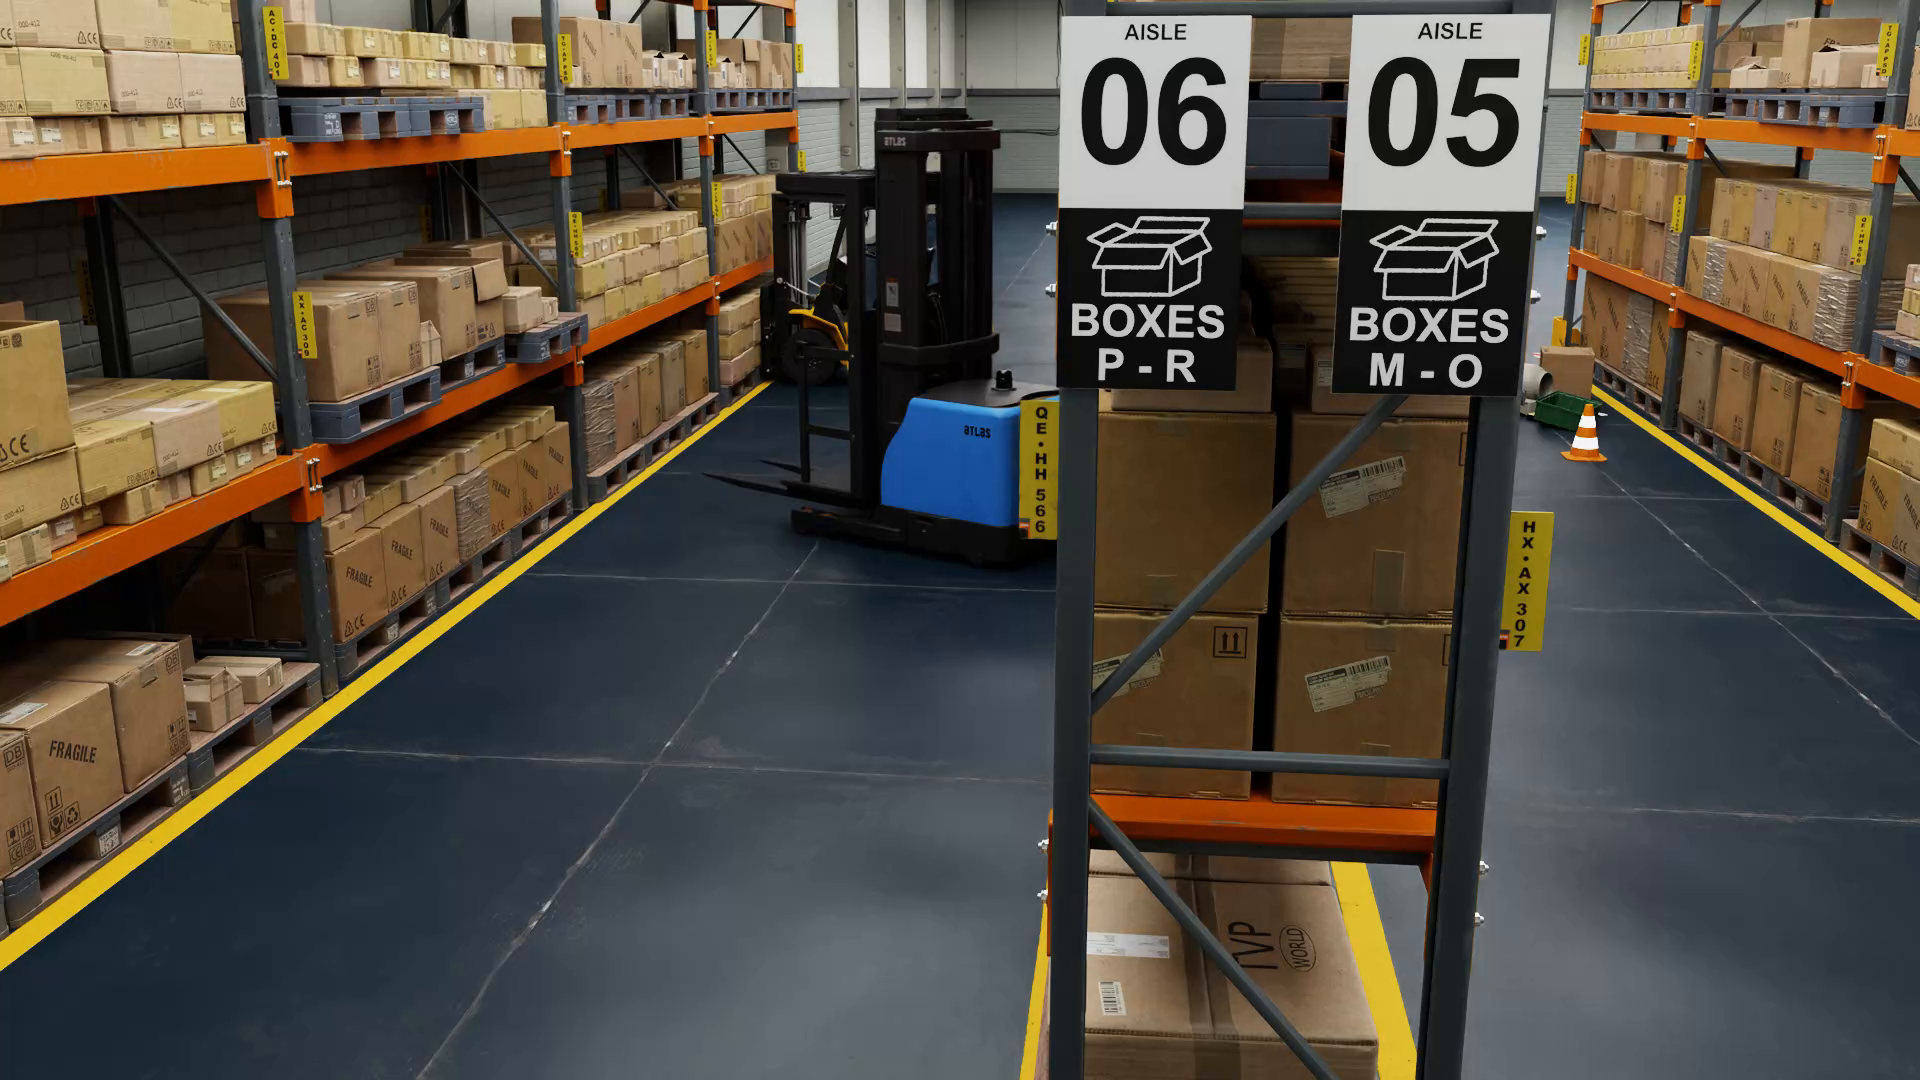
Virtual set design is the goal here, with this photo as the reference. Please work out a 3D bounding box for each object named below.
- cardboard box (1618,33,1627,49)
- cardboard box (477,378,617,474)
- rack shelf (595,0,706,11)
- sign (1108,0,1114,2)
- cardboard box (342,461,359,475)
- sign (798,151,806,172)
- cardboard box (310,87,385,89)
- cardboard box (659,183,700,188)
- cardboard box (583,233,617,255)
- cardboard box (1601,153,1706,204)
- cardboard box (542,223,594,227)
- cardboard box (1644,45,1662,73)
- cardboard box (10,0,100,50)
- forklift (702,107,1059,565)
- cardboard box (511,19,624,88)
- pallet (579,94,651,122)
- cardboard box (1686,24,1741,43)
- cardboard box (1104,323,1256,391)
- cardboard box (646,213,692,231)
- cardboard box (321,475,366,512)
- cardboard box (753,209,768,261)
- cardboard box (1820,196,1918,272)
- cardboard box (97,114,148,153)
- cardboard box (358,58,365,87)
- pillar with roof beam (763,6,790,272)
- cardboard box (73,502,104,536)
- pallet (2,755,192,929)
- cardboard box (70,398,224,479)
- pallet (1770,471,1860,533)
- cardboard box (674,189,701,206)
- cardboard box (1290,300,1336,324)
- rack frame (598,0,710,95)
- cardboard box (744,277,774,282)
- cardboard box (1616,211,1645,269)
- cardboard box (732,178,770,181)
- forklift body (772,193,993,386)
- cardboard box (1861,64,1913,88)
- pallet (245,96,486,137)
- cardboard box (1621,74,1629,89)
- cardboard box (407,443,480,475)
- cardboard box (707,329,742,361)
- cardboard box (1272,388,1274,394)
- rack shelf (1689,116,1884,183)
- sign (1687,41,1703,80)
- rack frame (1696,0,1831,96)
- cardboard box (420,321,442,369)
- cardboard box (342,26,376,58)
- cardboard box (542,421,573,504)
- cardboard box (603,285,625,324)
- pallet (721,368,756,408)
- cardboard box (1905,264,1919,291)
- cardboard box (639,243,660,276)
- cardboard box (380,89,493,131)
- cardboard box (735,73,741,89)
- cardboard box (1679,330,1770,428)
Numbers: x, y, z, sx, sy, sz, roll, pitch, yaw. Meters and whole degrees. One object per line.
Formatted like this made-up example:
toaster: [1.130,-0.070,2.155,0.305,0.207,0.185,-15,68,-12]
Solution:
cardboard box: [6.991,-5.119,17.058,0.380,0.149,0.250,1,15,5]
cardboard box: [-3.221,-0.905,13.007,0.875,0.625,0.625,2,15,8]
rack shelf: [-3.079,-4.562,13.436,1.077,0.370,4.000,2,15,6]
sign: [0.636,-2.367,7.331,0.100,0.325,0.005,2,15,6]
cardboard box: [-3.897,-0.400,10.136,0.380,0.149,0.250,2,15,7]
sign: [-1.864,-4.416,19.574,0.100,0.325,0.005,2,15,6]
cardboard box: [-3.756,-2.838,10.190,0.380,0.149,0.250,1,15,5]
cardboard box: [-2.941,-3.652,17.419,0.380,0.149,0.250,2,15,6]
cardboard box: [-2.927,-2.327,13.088,0.380,0.149,0.250,2,15,7]
cardboard box: [7.410,-3.850,17.799,0.875,0.550,0.550,2,15,6]
cardboard box: [-3.324,-2.607,14.123,0.380,0.149,0.250,2,15,7]
cardboard box: [6.925,-4.626,15.998,0.500,0.250,0.500,2,15,6]
cardboard box: [-3.688,-2.009,6.359,0.500,0.250,0.500,2,15,7]
forklift: [-0.581,-1.538,11.736,3.031,2.935,1.130,12,19,37]
cardboard box: [-3.023,-3.749,12.846,0.700,0.500,0.500,1,15,5]
pallet: [-3.194,-3.513,13.522,1.003,0.211,1.213,2,15,9]
cardboard box: [6.733,-4.527,14.867,0.380,0.149,0.250,2,15,6]
cardboard box: [0.571,-0.477,4.329,0.380,0.149,0.250,2,15,7]
cardboard box: [-2.682,-2.923,15.293,0.380,0.149,0.250,1,15,5]
cardboard box: [-3.469,-0.257,9.036,0.380,0.149,0.250,1,15,4]
cardboard box: [-2.368,-3.277,17.843,0.500,0.500,0.500,2,15,7]
cardboard box: [6.674,-2.201,11.947,0.700,0.500,0.500,1,15,5]
cardboard box: [-3.605,-1.678,6.856,0.380,0.149,0.250,2,15,6]
cardboard box: [-3.332,-2.428,8.633,0.380,0.149,0.250,2,15,7]
pillar with roof beam: [1.579,-7.933,23.762,9.100,9.000,0.400,2,15,6]
cardboard box: [-3.752,-0.104,6.782,0.380,0.149,0.250,2,15,7]
pallet: [-3.970,1.192,6.850,1.003,0.211,1.213,2,15,6]
cardboard box: [-3.613,-0.451,7.302,0.500,0.250,0.500,2,15,6]
pallet: [6.721,-0.279,12.288,1.003,0.211,1.213,2,15,6]
cardboard box: [-2.600,-3.375,16.391,0.380,0.149,0.250,2,15,7]
cardboard box: [1.154,-0.598,4.777,0.380,0.149,0.250,1,15,4]
rack frame: [-2.853,-5.621,15.209,1.000,3.000,0.127,2,15,6]
cardboard box: [-2.196,-2.859,19.036,0.500,0.250,0.500,2,15,7]
cardboard box: [7.216,-3.049,16.902,0.875,0.550,0.500,2,15,6]
cardboard box: [-2.334,-3.972,18.601,0.380,0.149,0.250,2,15,7]
forklift body: [-0.803,-2.807,17.922,2.313,2.155,1.214,2,15,6]
cardboard box: [6.407,-3.170,11.345,0.380,0.166,0.250,2,15,6]
pallet: [-3.499,-2.443,9.564,1.213,0.211,1.003,2,15,6]
cardboard box: [6.961,-4.668,16.918,0.380,0.149,0.250,2,15,6]
cardboard box: [-3.286,-0.518,10.572,0.380,0.149,0.250,1,15,4]
cardboard box: [-2.492,-1.958,16.661,0.500,0.250,0.500,2,15,6]
cardboard box: [1.114,-0.248,4.727,0.500,0.500,0.500,1,15,5]
rack shelf: [6.783,-3.042,12.796,1.077,0.370,4.000,2,15,6]
sign: [6.457,-4.212,14.602,0.100,0.325,0.005,2,15,6]
rack frame: [7.009,-5.356,14.229,1.000,3.000,0.127,2,15,6]
cardboard box: [-3.218,-1.137,9.572,0.396,0.266,0.258,2,15,9]
cardboard box: [-3.256,-2.571,8.594,0.380,0.149,0.250,1,15,5]
cardboard box: [-3.139,-0.567,11.997,0.500,0.500,0.500,2,15,8]
cardboard box: [-2.950,-1.853,13.055,0.500,0.250,0.500,1,15,5]
pallet: [-2.722,-1.584,17.114,1.003,0.211,1.213,2,15,6]
cardboard box: [6.312,-1.676,10.650,0.380,0.149,0.250,2,15,6]
cardboard box: [-2.845,-2.362,13.981,0.500,0.250,0.500,2,15,7]
cardboard box: [-3.234,-2.662,10.302,0.500,0.250,0.500,2,15,6]
cardboard box: [-2.414,-4.609,16.700,0.380,0.149,0.250,2,15,8]
cardboard box: [7.028,-1.413,14.646,1.050,0.750,0.750,2,15,6]
